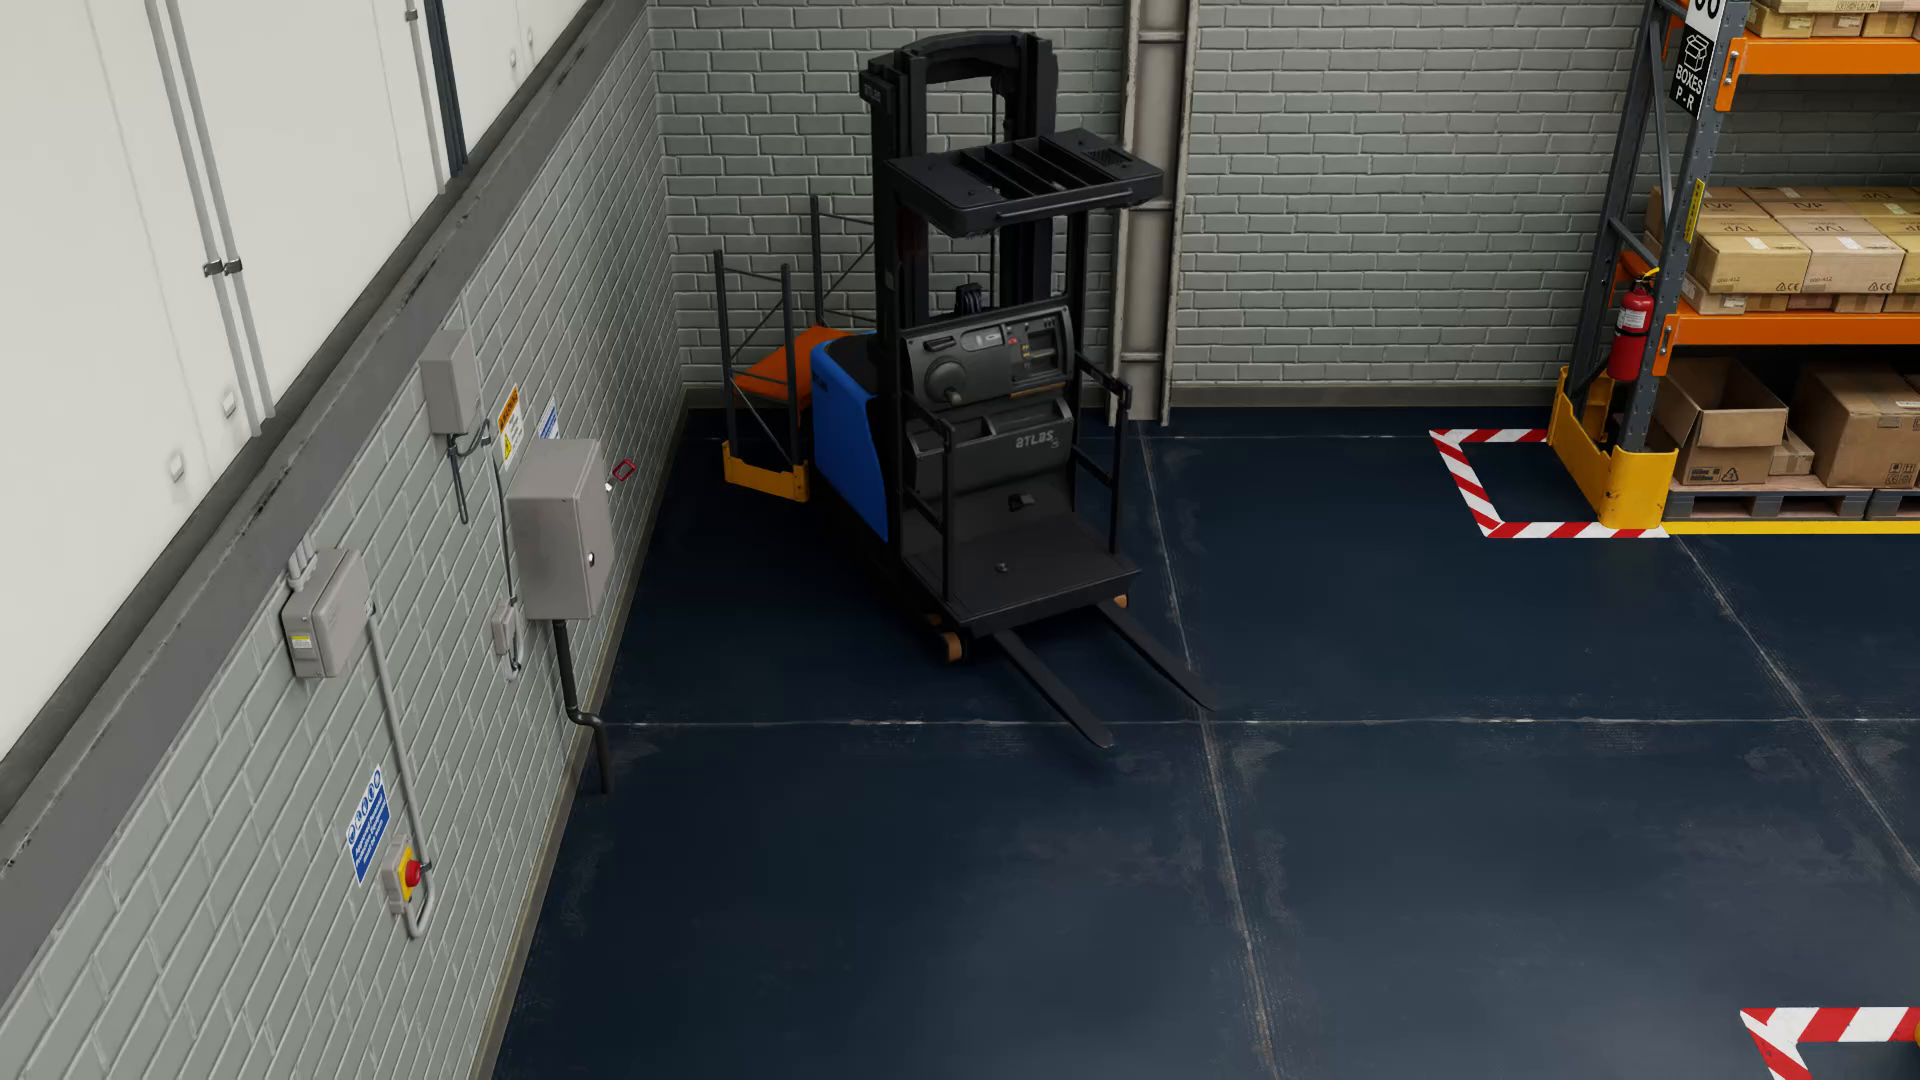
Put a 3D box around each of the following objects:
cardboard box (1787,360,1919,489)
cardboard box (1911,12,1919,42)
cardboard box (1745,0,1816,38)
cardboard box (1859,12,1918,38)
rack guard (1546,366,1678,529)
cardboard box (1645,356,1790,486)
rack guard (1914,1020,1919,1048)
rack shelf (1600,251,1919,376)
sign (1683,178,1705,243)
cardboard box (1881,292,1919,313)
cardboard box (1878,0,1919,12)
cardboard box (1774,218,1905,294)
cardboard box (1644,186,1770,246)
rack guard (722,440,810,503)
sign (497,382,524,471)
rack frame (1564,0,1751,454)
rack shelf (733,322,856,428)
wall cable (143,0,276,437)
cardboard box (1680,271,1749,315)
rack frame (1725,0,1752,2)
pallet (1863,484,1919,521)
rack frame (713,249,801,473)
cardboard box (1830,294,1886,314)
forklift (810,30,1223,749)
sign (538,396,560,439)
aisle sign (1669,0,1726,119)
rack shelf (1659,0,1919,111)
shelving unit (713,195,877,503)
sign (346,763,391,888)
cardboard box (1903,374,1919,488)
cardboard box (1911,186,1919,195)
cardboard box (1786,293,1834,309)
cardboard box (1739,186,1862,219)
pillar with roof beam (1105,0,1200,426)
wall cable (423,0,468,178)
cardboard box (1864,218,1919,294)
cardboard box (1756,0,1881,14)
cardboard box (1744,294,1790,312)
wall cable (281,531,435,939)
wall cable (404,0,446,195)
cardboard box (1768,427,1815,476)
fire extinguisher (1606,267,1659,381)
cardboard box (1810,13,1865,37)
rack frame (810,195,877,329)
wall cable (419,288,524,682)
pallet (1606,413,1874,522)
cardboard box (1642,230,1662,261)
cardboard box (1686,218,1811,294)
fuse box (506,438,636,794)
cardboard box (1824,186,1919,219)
[{"bbox_3d":[5.335,-0.695,9.897,0.500,0.500,0.700,1,31,2],"label":"cardboard box"},{"bbox_3d":[4.956,-2.658,8.478,0.250,0.149,0.380,0,31,1],"label":"cardboard box"},{"bbox_3d":[4.188,-2.704,8.554,0.250,0.149,0.380,0,31,1],"label":"cardboard box"},{"bbox_3d":[4.707,-2.710,8.565,0.250,0.149,0.380,0,31,0],"label":"cardboard box"},{"bbox_3d":[3.944,-0.580,10.113,0.348,0.500,1.175,0,31,0],"label":"rack guard"},{"bbox_3d":[4.480,-0.714,9.925,0.637,0.503,0.797,-1,31,-2],"label":"cardboard box"},{"bbox_3d":[3.877,1.995,5.869,0.348,0.500,1.175,0,31,0],"label":"rack guard"},{"bbox_3d":[5.868,-1.347,9.661,4.000,0.370,1.077,0,31,0],"label":"rack shelf"},{"bbox_3d":[3.871,-1.737,8.776,0.005,0.325,0.100,0,31,0],"label":"sign"},{"bbox_3d":[5.233,-1.416,9.324,0.250,0.149,0.380,0,31,0],"label":"cardboard box"},{"bbox_3d":[4.821,-2.866,8.437,0.500,0.250,0.500,0,31,1],"label":"cardboard box"},{"bbox_3d":[4.827,-1.575,9.201,0.500,0.250,0.500,0,31,0],"label":"cardboard box"},{"bbox_3d":[4.326,-1.851,9.656,0.500,0.250,0.500,1,31,1],"label":"cardboard box"},{"bbox_3d":[-1.176,-0.419,10.088,0.587,0.250,0.087,16,35,24],"label":"rack guard"},{"bbox_3d":[-1.811,-0.458,6.706,0.001,0.242,0.339,0,31,0],"label":"sign"},{"bbox_3d":[3.868,-1.649,9.464,0.127,3.000,1.000,0,31,0],"label":"rack frame"},{"bbox_3d":[-0.937,-1.031,10.240,0.538,0.185,1.000,16,35,24],"label":"rack shelf"},{"bbox_3d":[-1.785,-1.475,3.395,0.029,3.000,0.463,0,31,0],"label":"wall cable"},{"bbox_3d":[4.198,-1.400,9.297,0.250,0.149,0.380,0,31,-1],"label":"cardboard box"},{"bbox_3d":[3.868,-4.213,7.908,0.127,3.000,1.000,0,31,0],"label":"rack frame"},{"bbox_3d":[5.958,-0.462,10.197,1.213,0.211,1.003,0,31,0],"label":"pallet"},{"bbox_3d":[-1.177,-0.953,9.763,0.500,1.500,0.032,16,35,24],"label":"rack frame"},{"bbox_3d":[4.968,-1.413,9.318,0.250,0.149,0.380,1,31,1],"label":"cardboard box"},{"bbox_3d":[0.259,-0.884,8.270,1.130,2.935,3.031,-15,34,-23],"label":"forklift"},{"bbox_3d":[-1.814,-0.349,7.414,0.001,0.494,0.329,0,31,0],"label":"sign"},{"bbox_3d":[3.801,-2.607,8.539,0.004,0.787,0.394,0,31,0],"label":"aisle sign"},{"bbox_3d":[5.868,-2.630,8.883,4.000,0.370,1.077,0,31,0],"label":"rack shelf"},{"bbox_3d":[-0.941,-1.181,10.140,0.587,1.500,1.083,16,35,24],"label":"shelving unit"},{"bbox_3d":[-1.798,0.866,5.060,0.001,0.218,0.327,0,31,0],"label":"sign"},{"bbox_3d":[5.864,-0.644,9.814,0.500,0.500,0.500,0,31,1],"label":"cardboard box"},{"bbox_3d":[5.860,-1.852,9.658,0.500,0.250,0.500,0,31,0],"label":"cardboard box"},{"bbox_3d":[4.715,-1.444,9.369,0.250,0.149,0.380,-1,31,-1],"label":"cardboard box"},{"bbox_3d":[4.842,-1.852,9.657,0.500,0.250,0.500,0,31,0],"label":"cardboard box"},{"bbox_3d":[1.192,-2.439,4.985,0.400,9.000,9.100,0,31,0],"label":"pillar with roof beam"},{"bbox_3d":[-1.766,-3.326,6.410,0.133,3.039,2.988,0,31,0],"label":"wall cable"},{"bbox_3d":[5.334,-1.578,9.206,0.500,0.250,0.500,-1,31,-1],"label":"cardboard box"},{"bbox_3d":[4.313,-2.854,8.417,0.500,0.250,0.500,-1,31,-1],"label":"cardboard box"},{"bbox_3d":[4.452,-1.425,9.338,0.250,0.149,0.380,1,31,1],"label":"cardboard box"},{"bbox_3d":[-1.737,0.508,4.900,0.123,1.953,0.585,0,31,0],"label":"wall cable"},{"bbox_3d":[-1.787,-1.865,4.038,0.029,3.000,2.355,0,31,0],"label":"wall cable"},{"bbox_3d":[4.905,-0.543,9.986,0.250,0.149,0.380,-1,31,-2],"label":"cardboard box"},{"bbox_3d":[3.723,-1.216,9.185,0.183,0.674,0.296,0,31,0],"label":"fire extinguisher"},{"bbox_3d":[4.450,-2.718,8.578,0.250,0.149,0.380,0,31,1],"label":"cardboard box"},{"bbox_3d":[-0.697,-1.418,10.530,0.500,1.500,0.032,16,35,24],"label":"rack frame"},{"bbox_3d":[-1.757,-0.214,6.121,0.122,1.984,0.588,0,31,0],"label":"wall cable"},{"bbox_3d":[4.741,-0.459,10.193,1.213,0.211,1.003,0,31,0],"label":"pallet"},{"bbox_3d":[4.198,-1.681,9.761,0.250,0.149,0.380,-1,31,-1],"label":"cardboard box"},{"bbox_3d":[4.323,-1.573,9.198,0.500,0.250,0.500,0,31,0],"label":"cardboard box"},{"bbox_3d":[-1.604,0.417,7.303,0.414,1.711,0.539,0,31,0],"label":"fuse box"},{"bbox_3d":[5.337,-1.851,9.656,0.500,0.250,0.500,1,31,1],"label":"cardboard box"}]
